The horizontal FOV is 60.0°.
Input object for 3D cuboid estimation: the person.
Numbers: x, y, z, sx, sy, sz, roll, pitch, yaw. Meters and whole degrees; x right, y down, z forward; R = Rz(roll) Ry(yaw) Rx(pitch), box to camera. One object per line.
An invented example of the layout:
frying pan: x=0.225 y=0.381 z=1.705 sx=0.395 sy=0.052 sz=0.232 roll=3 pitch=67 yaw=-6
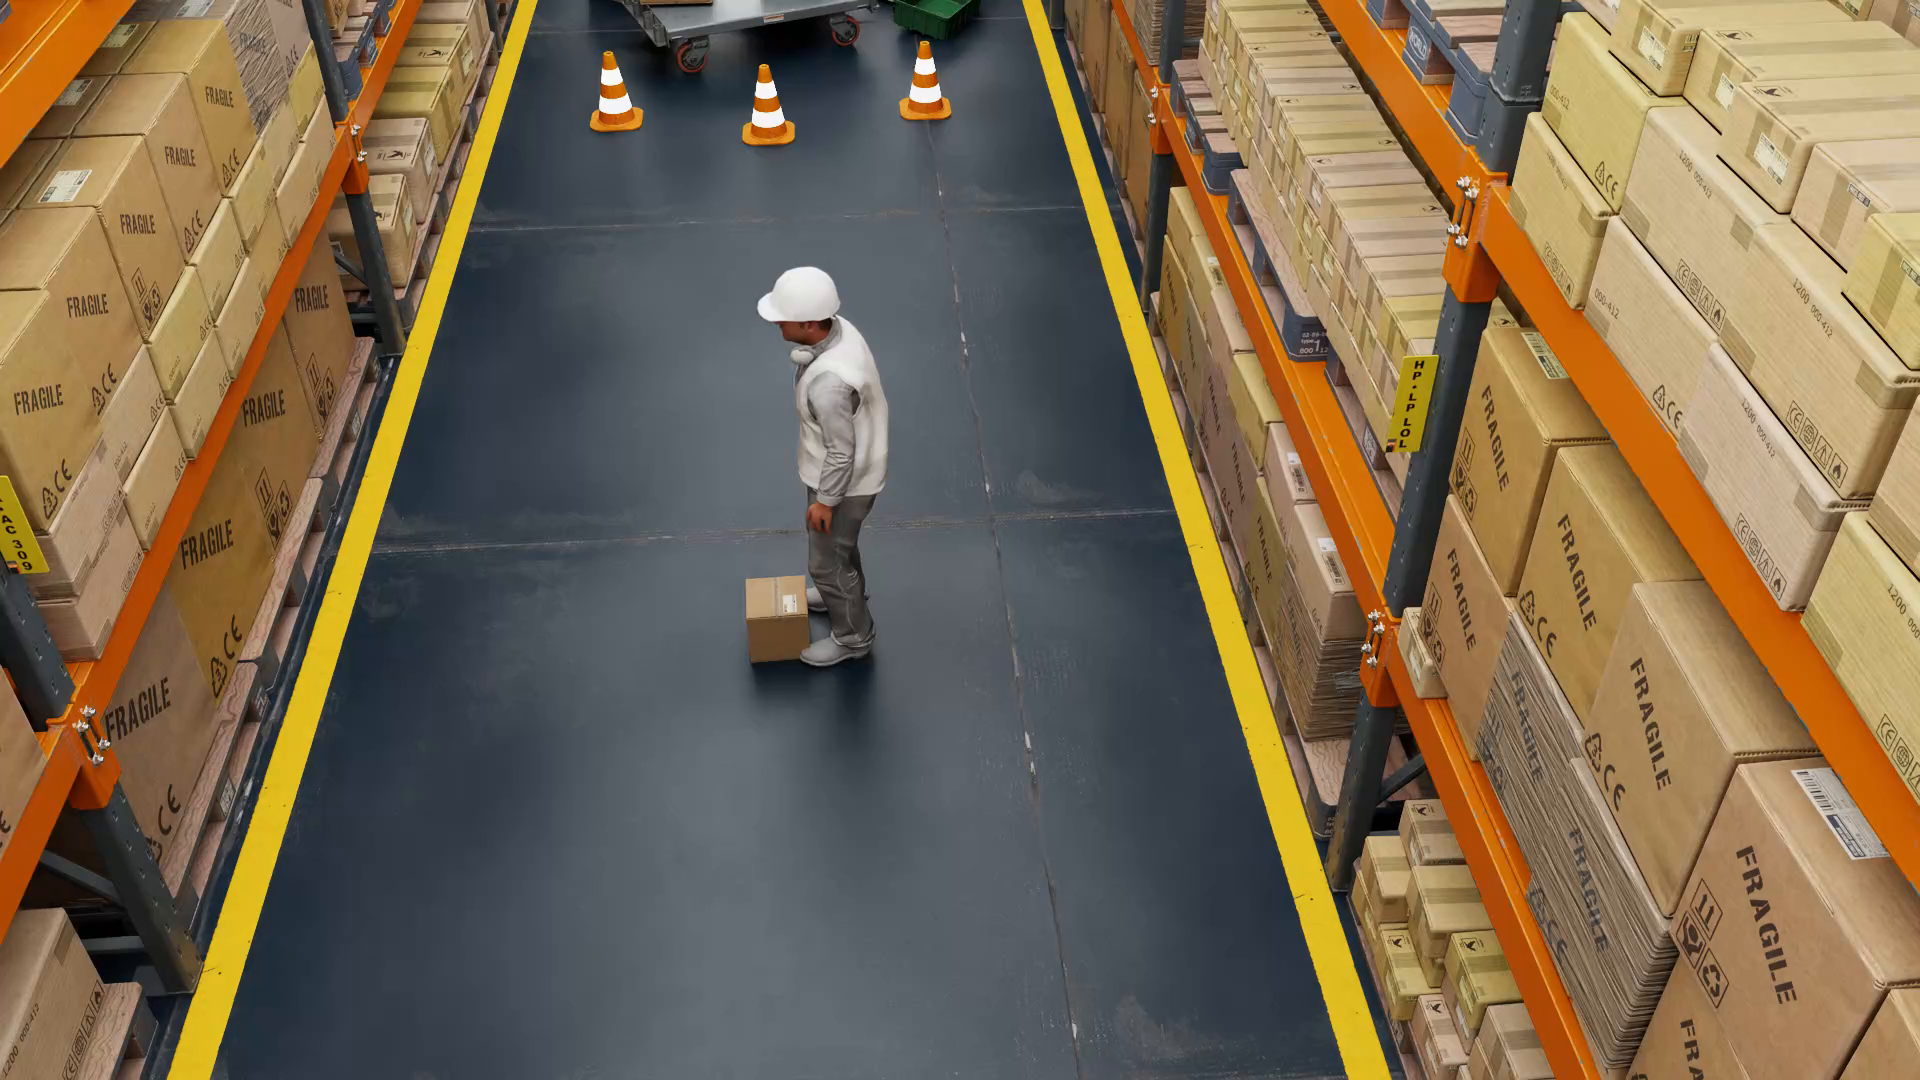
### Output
person: x=-0.501 y=-0.287 z=6.488 sx=0.460 sy=1.772 sz=0.579 roll=-3 pitch=39 yaw=-4
